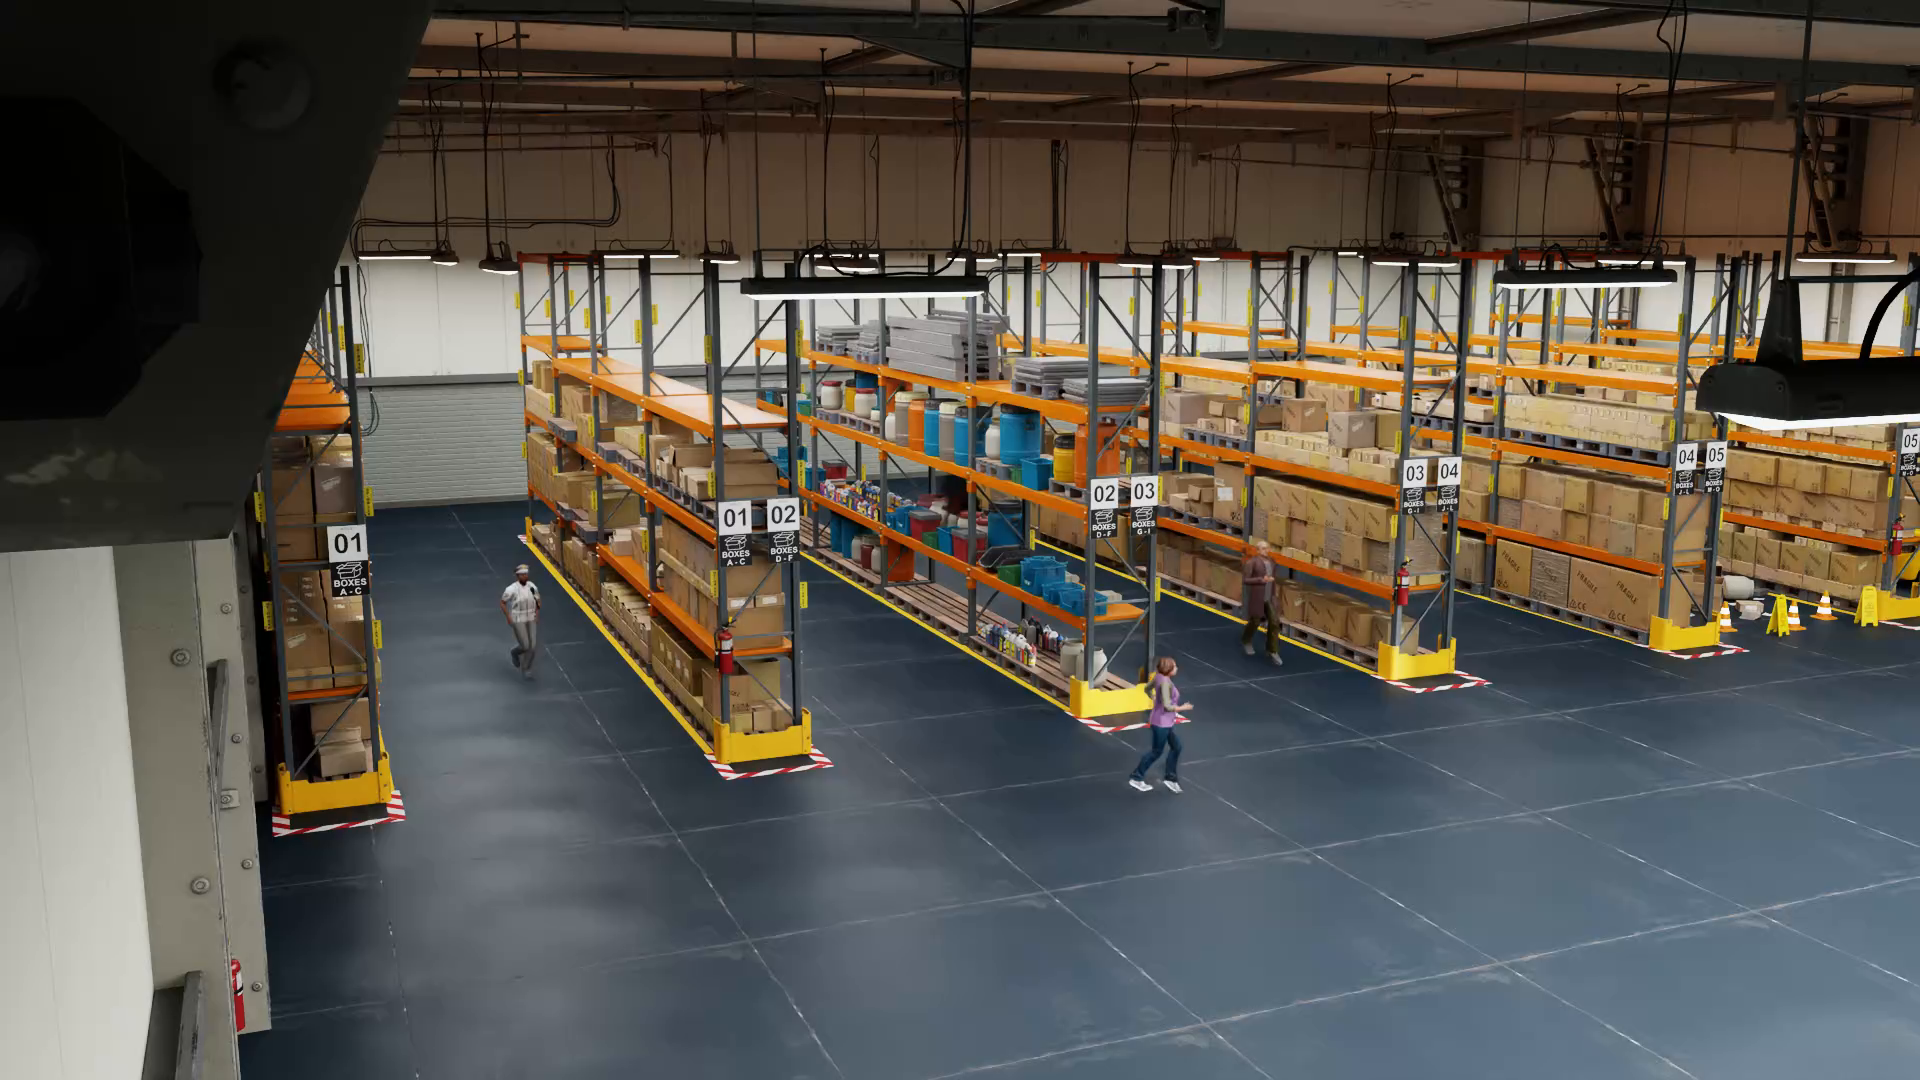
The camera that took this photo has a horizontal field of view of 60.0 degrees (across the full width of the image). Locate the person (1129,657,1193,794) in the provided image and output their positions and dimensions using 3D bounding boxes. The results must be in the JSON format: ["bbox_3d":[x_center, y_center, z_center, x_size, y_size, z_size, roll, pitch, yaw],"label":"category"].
[{"bbox_3d":[2.299,2.134,18.982,0.709,1.658,0.552,1,10,5],"label":"person"}]

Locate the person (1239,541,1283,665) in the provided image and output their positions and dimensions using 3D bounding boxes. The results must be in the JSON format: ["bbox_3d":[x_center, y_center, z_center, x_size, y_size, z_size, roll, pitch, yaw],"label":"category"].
[{"bbox_3d":[4.532,0.909,25.010,0.690,1.819,0.910,-4,11,-22],"label":"person"}]

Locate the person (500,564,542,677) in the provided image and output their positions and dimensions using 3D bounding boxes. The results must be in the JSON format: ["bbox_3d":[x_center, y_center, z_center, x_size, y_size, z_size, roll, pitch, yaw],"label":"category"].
[{"bbox_3d":[-6.313,1.166,24.107,0.580,1.660,0.557,-8,13,-37],"label":"person"}]
